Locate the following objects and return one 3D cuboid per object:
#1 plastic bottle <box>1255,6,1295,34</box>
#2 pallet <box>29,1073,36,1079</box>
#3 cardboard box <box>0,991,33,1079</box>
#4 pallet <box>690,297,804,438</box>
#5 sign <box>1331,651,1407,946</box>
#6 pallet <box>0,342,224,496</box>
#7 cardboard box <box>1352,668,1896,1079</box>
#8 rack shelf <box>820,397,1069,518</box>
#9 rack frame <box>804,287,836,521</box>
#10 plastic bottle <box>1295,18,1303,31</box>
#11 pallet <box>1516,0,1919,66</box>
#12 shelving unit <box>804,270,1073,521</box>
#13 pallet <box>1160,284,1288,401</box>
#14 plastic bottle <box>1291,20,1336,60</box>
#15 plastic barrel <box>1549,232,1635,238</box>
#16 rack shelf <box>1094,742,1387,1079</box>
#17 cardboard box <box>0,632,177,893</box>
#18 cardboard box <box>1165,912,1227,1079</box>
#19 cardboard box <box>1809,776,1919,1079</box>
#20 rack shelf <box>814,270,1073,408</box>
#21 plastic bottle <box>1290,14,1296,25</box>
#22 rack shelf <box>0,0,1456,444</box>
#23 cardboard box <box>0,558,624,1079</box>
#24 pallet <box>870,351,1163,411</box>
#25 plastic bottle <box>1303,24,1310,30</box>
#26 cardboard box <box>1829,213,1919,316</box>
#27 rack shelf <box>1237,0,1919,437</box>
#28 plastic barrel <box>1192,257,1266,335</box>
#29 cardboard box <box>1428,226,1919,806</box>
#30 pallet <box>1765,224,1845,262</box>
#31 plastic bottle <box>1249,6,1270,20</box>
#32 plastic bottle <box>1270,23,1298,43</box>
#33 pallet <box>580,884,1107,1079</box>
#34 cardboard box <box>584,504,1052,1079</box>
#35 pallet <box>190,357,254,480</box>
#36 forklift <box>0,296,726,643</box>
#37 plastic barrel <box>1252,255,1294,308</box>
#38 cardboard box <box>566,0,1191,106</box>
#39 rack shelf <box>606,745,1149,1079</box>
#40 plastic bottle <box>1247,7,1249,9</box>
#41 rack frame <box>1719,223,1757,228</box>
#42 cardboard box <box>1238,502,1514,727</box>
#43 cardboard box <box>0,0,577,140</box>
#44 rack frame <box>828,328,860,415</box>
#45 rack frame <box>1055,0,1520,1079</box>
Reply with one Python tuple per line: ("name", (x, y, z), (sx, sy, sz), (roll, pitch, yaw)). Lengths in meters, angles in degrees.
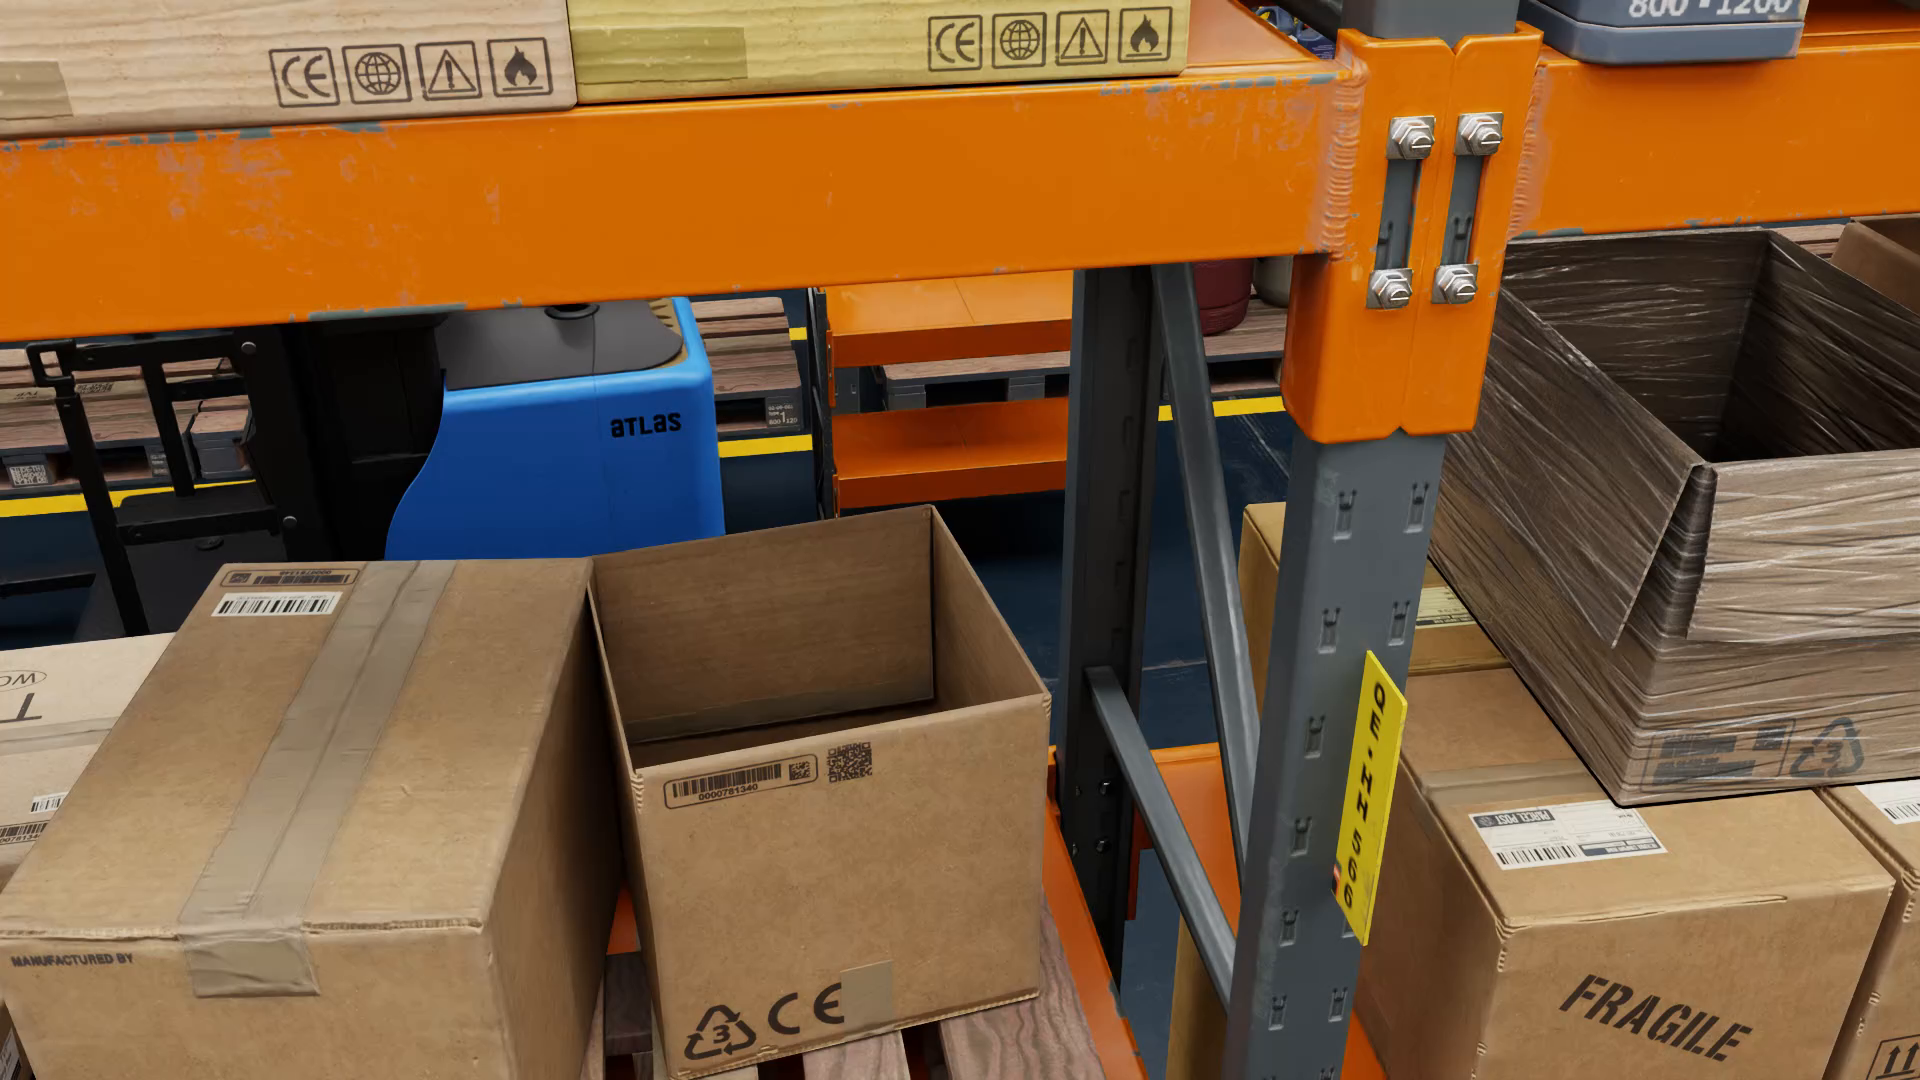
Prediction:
("plastic bottle", (1.276, -2.058, 6.840), (0.185, 0.351, 0.144), (-5, 31, -9))
("pallet", (-1.618, 0.755, 2.196), (1.213, 0.211, 1.003), (-5, 31, -9))
("cardboard box", (-1.270, 0.635, 1.929), (0.258, 0.266, 0.396), (-6, 31, -10))
("pallet", (-1.340, -0.745, 7.309), (1.213, 0.211, 1.003), (-5, 31, -9))
("sign", (0.429, 0.276, 1.758), (0.005, 0.325, 0.100), (-5, 31, -9))
("pallet", (-3.740, -0.522, 6.930), (1.213, 0.211, 1.003), (-5, 31, -9))
("cardboard box", (0.849, 0.519, 2.309), (0.500, 0.500, 0.500), (-4, 31, -7))
("rack shelf", (0.007, -0.275, 6.090), (1.000, 0.278, 0.538), (-5, 31, -9))
("rack frame", (-0.493, -0.439, 5.887), (0.032, 1.125, 0.500), (-5, 31, -9))
("plastic bottle", (1.486, -2.344, 7.405), (0.097, 0.271, 0.097), (0, 30, 0))
("pallet", (0.945, -0.826, 1.922), (1.003, 0.211, 1.213), (-4, 31, -7))
("shelving unit", (0.007, -0.486, 5.966), (1.048, 1.125, 0.538), (-5, 31, -9))
("pallet", (1.395, -0.999, 7.740), (1.213, 0.211, 1.003), (-5, 31, -9))
("plastic bottle", (1.435, -1.995, 6.732), (0.185, 0.351, 0.144), (-5, 31, -9))
("plastic barrel", (2.826, -1.599, 7.666), (0.708, 0.901, 0.600), (-5, 31, -9))
("rack shelf", (2.289, 0.598, 2.983), (4.000, 0.370, 1.077), (-5, 31, -9))
("cardboard box", (-1.368, 0.393, 2.356), (0.500, 0.250, 0.500), (-6, 31, -10))
("cardboard box", (1.004, 1.153, 3.011), (0.875, 0.875, 1.225), (-7, 31, -11))
("cardboard box", (1.356, 0.471, 2.391), (0.500, 0.500, 0.500), (-6, 31, -10))
("rack shelf", (0.007, -0.738, 5.818), (1.000, 0.278, 0.538), (-5, 31, -9))
("plastic bottle", (1.417, -2.264, 7.267), (0.097, 0.271, 0.097), (0, 30, 0))
("rack shelf", (-1.646, -0.329, 1.601), (4.000, 0.370, 1.077), (-5, 31, -9))
("cardboard box", (-0.733, 0.417, 2.069), (0.500, 0.500, 0.700), (-1, 30, -2))
("pallet", (0.197, -0.889, 7.554), (1.213, 0.211, 1.003), (-5, 31, -9))
("plastic bottle", (1.582, -2.353, 7.420), (0.097, 0.271, 0.097), (0, 30, 0))
("cardboard box", (1.685, -0.121, 2.409), (0.637, 0.503, 0.797), (-5, 31, -8))
("rack shelf", (2.289, -0.695, 2.222), (4.000, 0.370, 1.077), (-5, 31, -9))
("plastic barrel", (1.018, -1.296, 7.460), (0.708, 0.588, 0.600), (-5, 31, -9))
("cardboard box", (1.044, -0.063, 2.310), (0.637, 0.503, 0.797), (-4, 31, -7))
("pallet", (4.080, -1.248, 8.164), (1.213, 0.211, 1.003), (-5, 31, -9))
("plastic bottle", (1.352, -2.354, 7.343), (0.185, 0.351, 0.144), (-5, 31, -9))
("plastic bottle", (1.278, -1.950, 6.729), (0.135, 0.276, 0.152), (-5, 31, -9))
("pallet", (-0.360, 0.672, 2.337), (1.003, 0.211, 1.213), (-5, 31, -9))
("cardboard box", (-0.202, 0.316, 2.240), (0.500, 0.500, 0.500), (-9, 32, -15))
("pallet", (-2.537, -0.635, 7.122), (1.213, 0.211, 1.003), (-5, 31, -9))
("forklift", (-2.320, -0.903, 4.894), (3.031, 2.935, 1.130), (-8, 31, -13))
("plastic barrel", (1.558, -1.359, 7.643), (0.421, 0.512, 0.421), (0, 30, 0))
("cardboard box", (-0.102, -0.592, 1.486), (0.500, 0.250, 0.500), (-5, 31, -9))
("rack shelf", (-1.646, 0.964, 2.362), (4.000, 0.370, 1.077), (-5, 31, -9))
("plastic bottle", (1.199, -2.301, 7.319), (0.133, 0.283, 0.061), (-5, 31, -9))
("rack frame", (3.364, -2.364, 7.310), (0.127, 3.000, 1.000), (-5, 31, -9))
("cardboard box", (0.762, 0.259, 2.751), (0.500, 0.500, 0.500), (-4, 31, -7))
("cardboard box", (-0.588, -0.540, 1.397), (0.500, 0.250, 0.500), (-5, 31, -9))
("rack frame", (-0.571, -1.998, 6.689), (0.127, 3.000, 1.000), (-5, 31, -9))
("rack frame", (0.322, 0.473, 2.487), (0.053, 2.616, 0.949), (-5, 31, -9))
